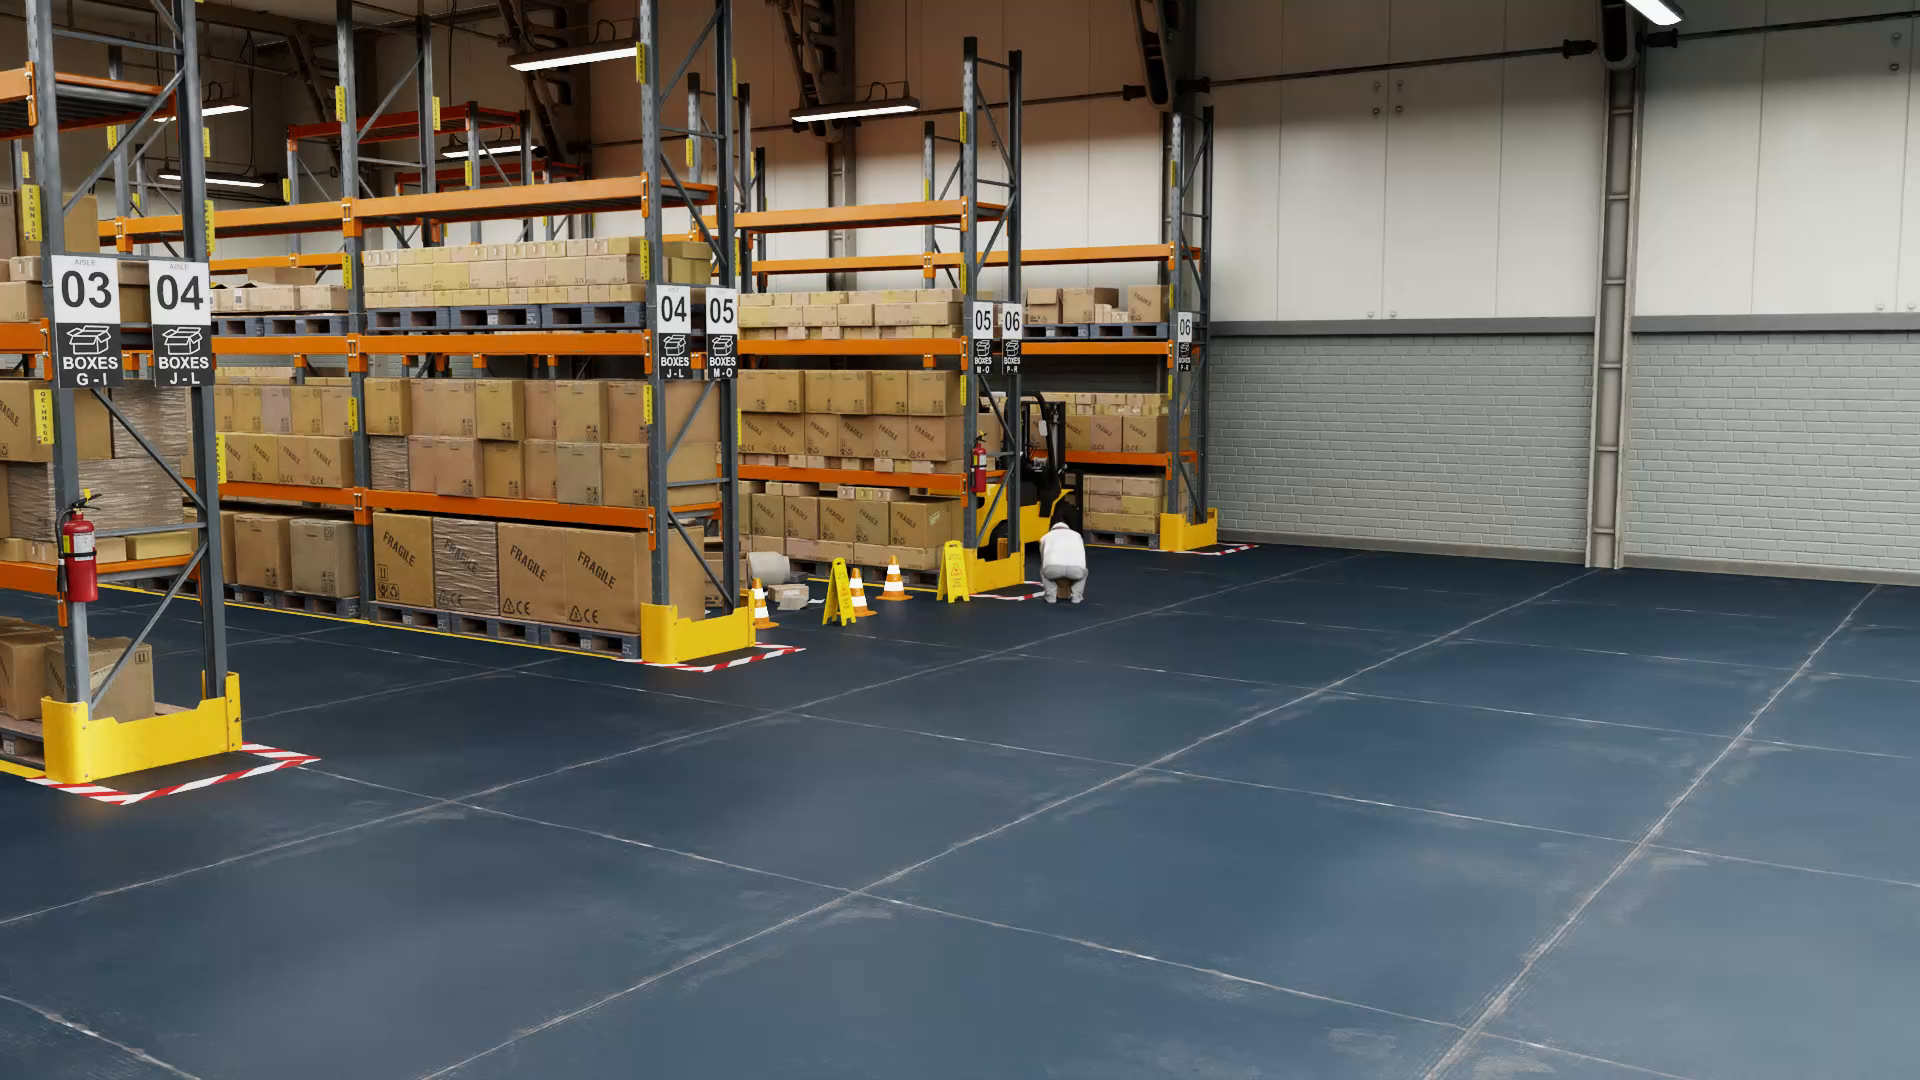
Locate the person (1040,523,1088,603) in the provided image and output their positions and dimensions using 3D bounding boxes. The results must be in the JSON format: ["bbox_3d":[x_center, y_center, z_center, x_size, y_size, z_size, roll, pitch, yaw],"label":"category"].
[{"bbox_3d":[1.117,0.282,17.925,0.527,0.867,0.951,1,6,6],"label":"person"}]
